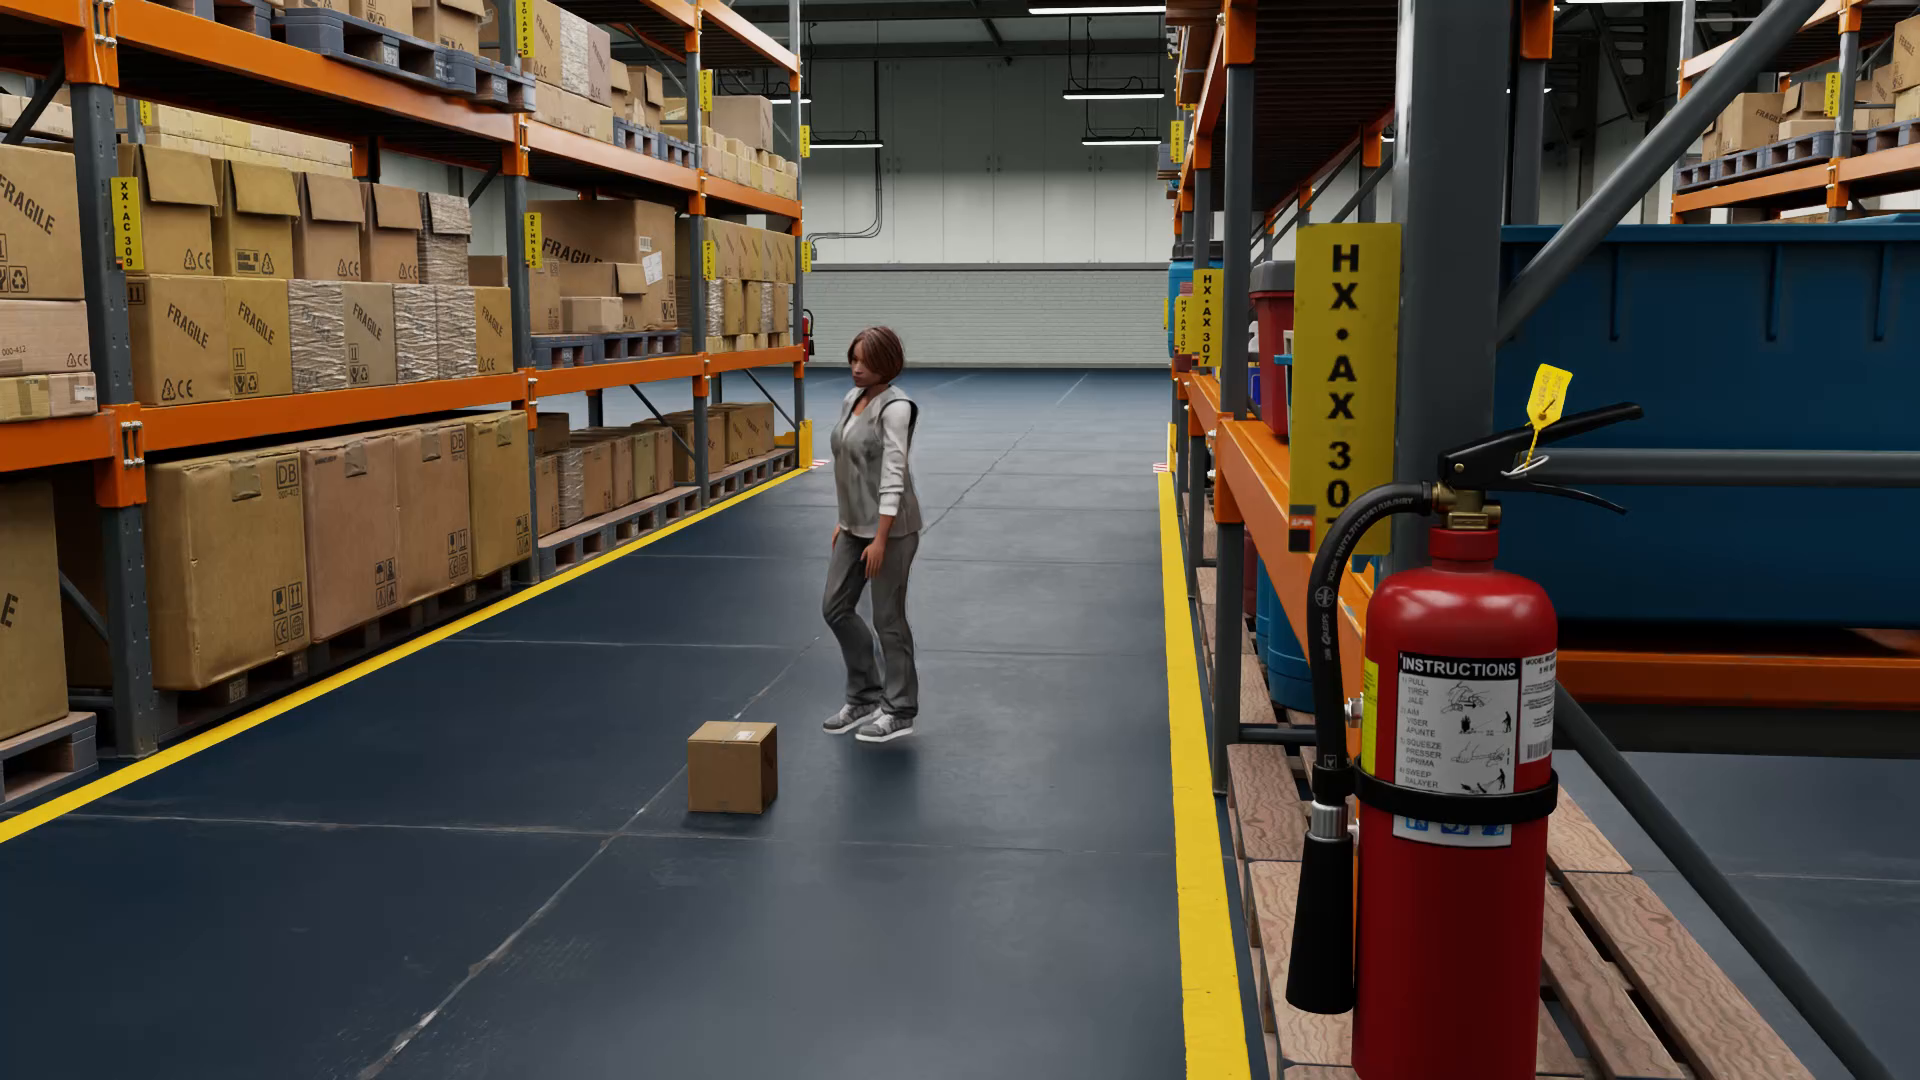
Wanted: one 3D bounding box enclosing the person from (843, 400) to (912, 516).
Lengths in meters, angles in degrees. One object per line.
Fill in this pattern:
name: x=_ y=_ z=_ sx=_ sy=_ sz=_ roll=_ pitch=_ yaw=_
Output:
person: x=-0.317 y=-0.303 z=6.299 sx=0.301 sy=0.552 sz=0.443 roll=-5 pitch=9 yaw=-32
